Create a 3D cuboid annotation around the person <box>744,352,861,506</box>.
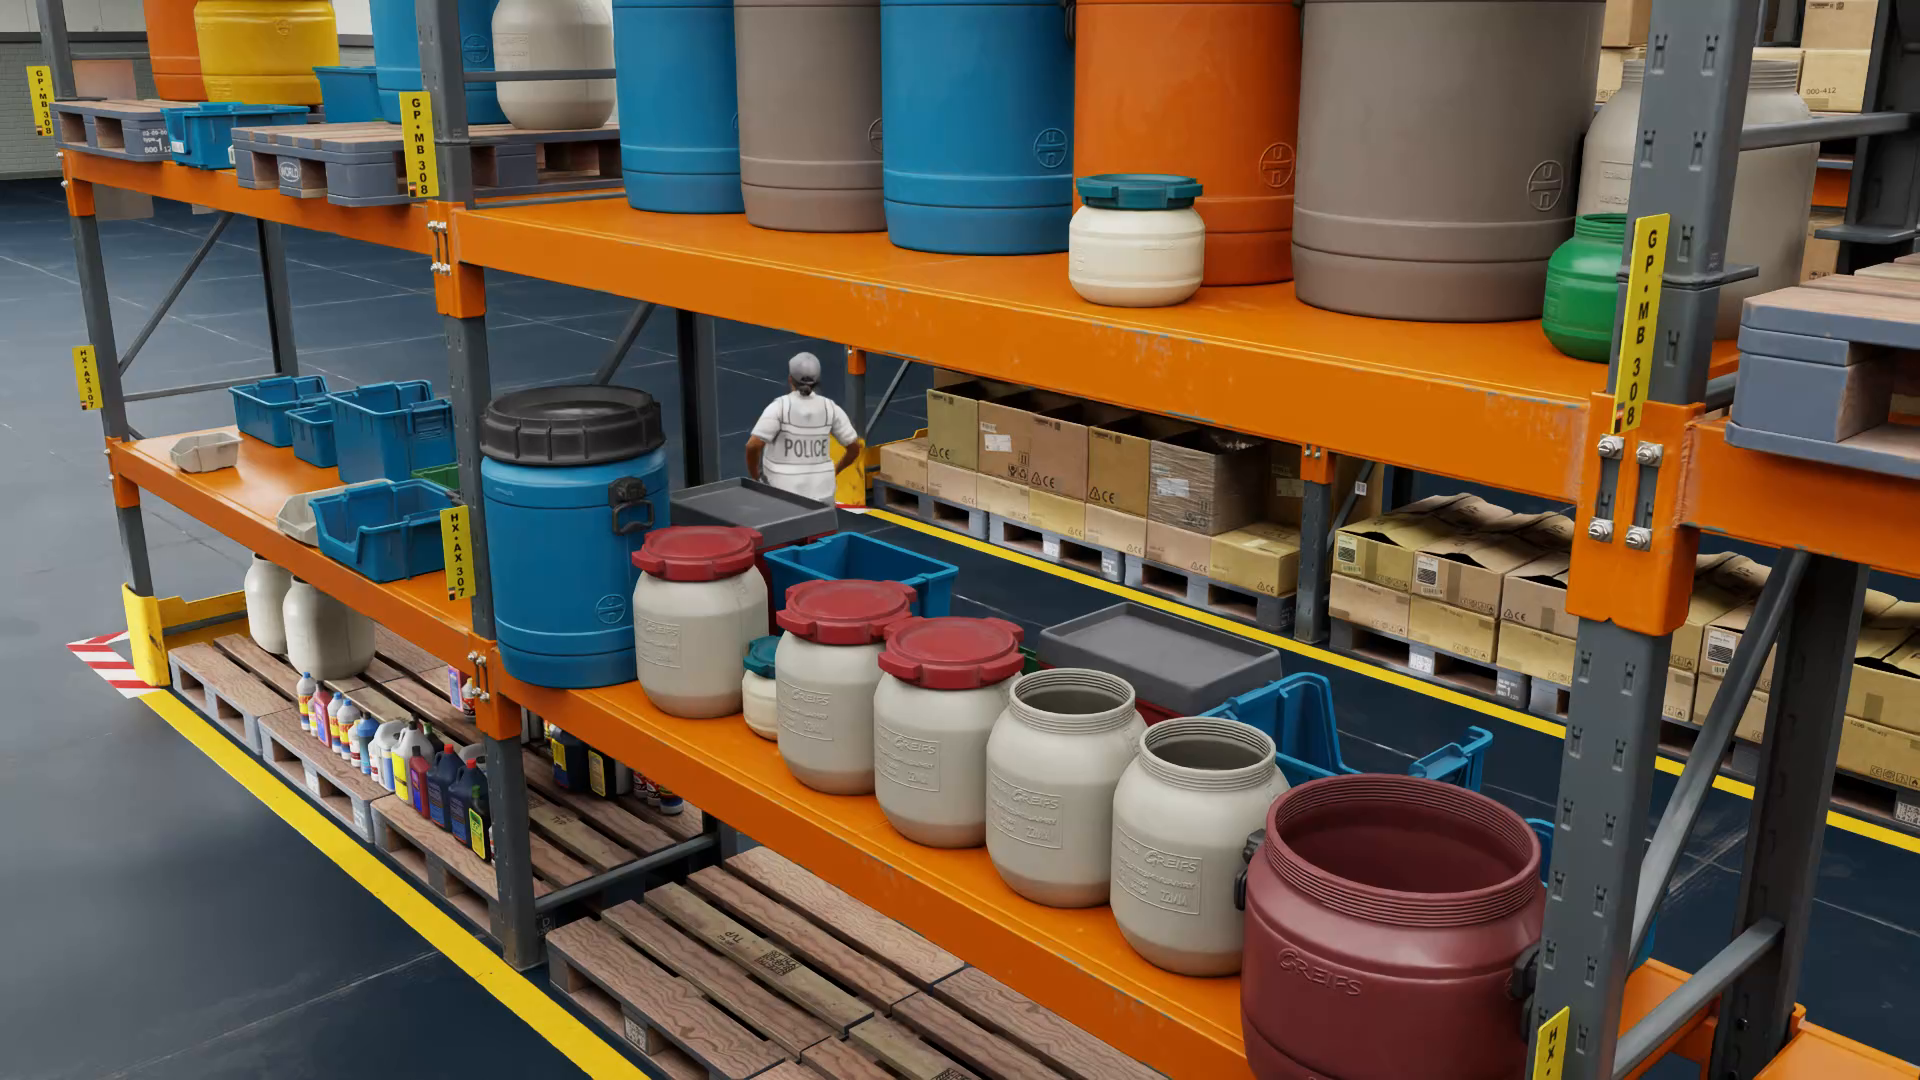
[{"bbox_3d":[-0.982,-0.280,9.532,0.734,1.624,0.531,-12,21,-34],"label":"person"}]
